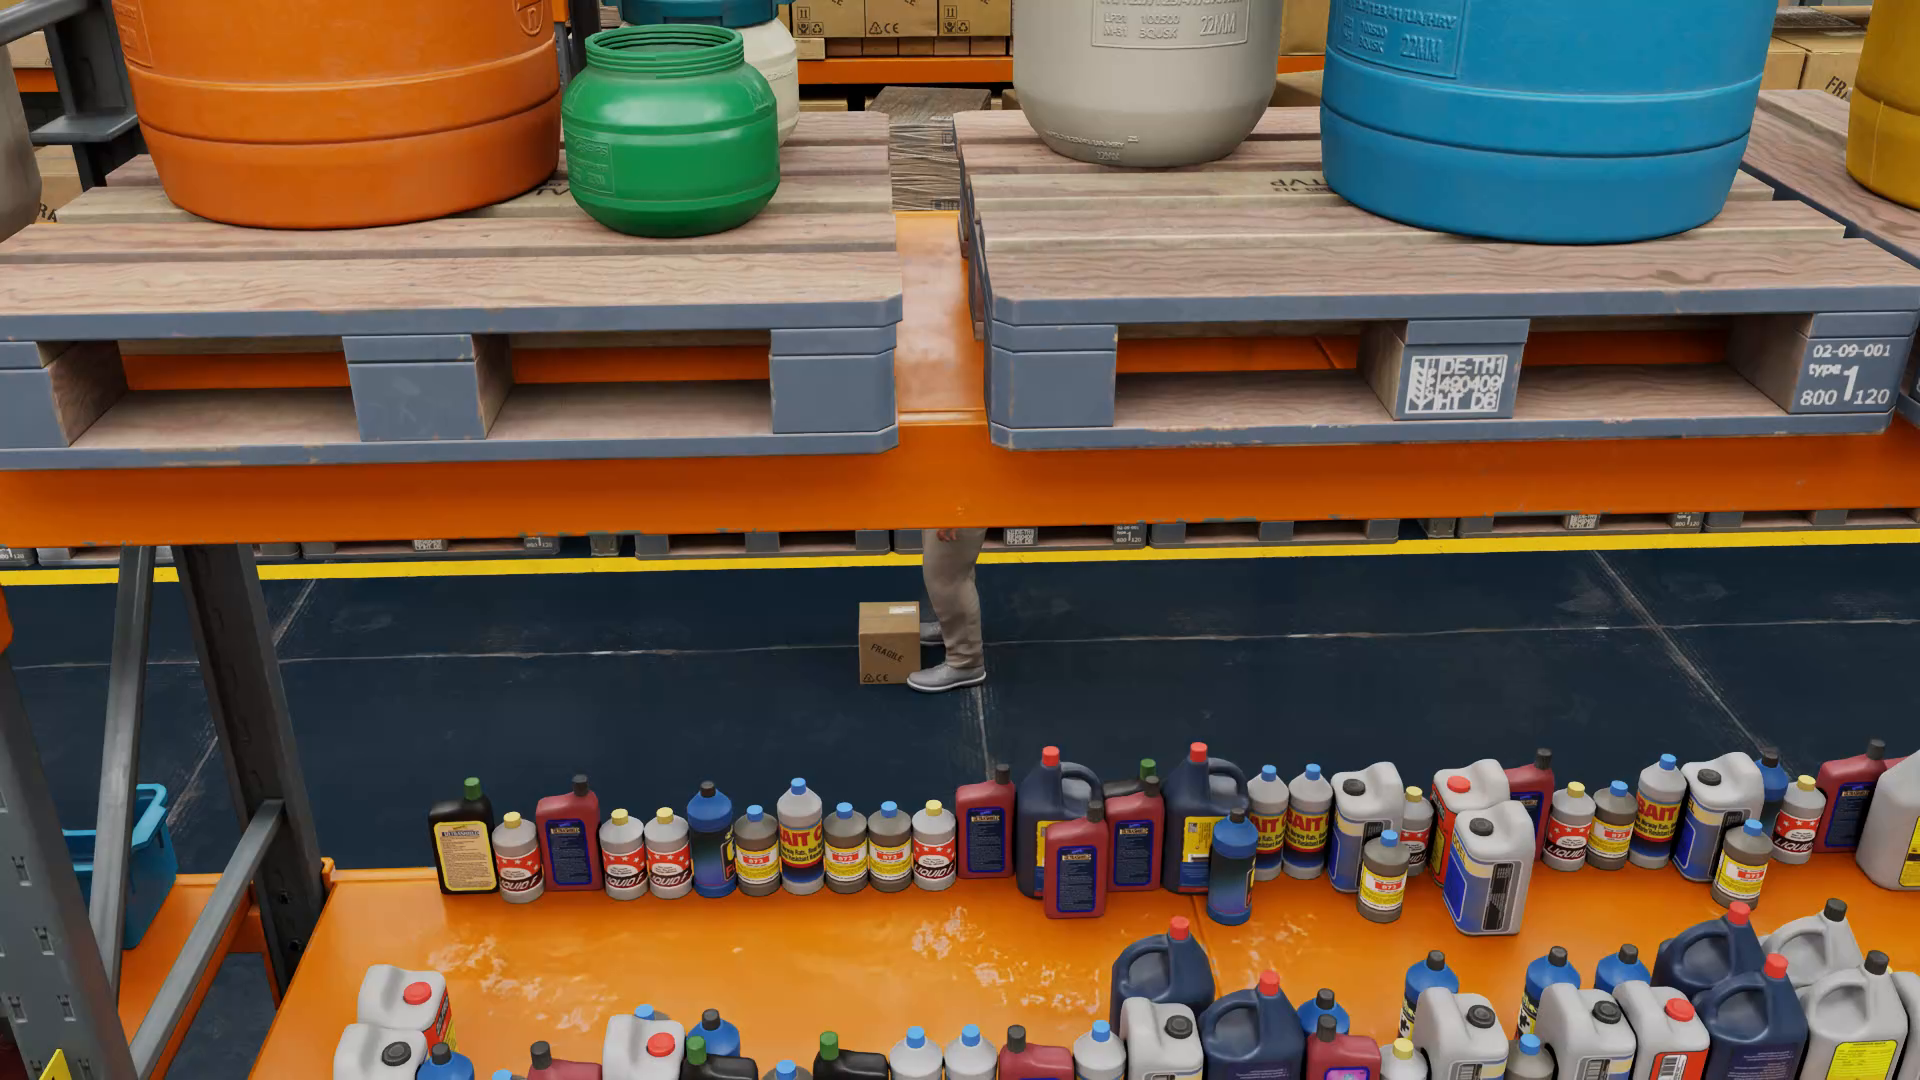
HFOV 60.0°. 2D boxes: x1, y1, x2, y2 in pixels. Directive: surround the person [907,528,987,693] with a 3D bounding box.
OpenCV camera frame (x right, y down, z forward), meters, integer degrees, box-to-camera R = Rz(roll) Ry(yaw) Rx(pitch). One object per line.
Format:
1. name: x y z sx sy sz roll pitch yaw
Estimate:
1. person: -0.038 -0.234 6.585 0.386 1.728 0.605 -2 27 -5
